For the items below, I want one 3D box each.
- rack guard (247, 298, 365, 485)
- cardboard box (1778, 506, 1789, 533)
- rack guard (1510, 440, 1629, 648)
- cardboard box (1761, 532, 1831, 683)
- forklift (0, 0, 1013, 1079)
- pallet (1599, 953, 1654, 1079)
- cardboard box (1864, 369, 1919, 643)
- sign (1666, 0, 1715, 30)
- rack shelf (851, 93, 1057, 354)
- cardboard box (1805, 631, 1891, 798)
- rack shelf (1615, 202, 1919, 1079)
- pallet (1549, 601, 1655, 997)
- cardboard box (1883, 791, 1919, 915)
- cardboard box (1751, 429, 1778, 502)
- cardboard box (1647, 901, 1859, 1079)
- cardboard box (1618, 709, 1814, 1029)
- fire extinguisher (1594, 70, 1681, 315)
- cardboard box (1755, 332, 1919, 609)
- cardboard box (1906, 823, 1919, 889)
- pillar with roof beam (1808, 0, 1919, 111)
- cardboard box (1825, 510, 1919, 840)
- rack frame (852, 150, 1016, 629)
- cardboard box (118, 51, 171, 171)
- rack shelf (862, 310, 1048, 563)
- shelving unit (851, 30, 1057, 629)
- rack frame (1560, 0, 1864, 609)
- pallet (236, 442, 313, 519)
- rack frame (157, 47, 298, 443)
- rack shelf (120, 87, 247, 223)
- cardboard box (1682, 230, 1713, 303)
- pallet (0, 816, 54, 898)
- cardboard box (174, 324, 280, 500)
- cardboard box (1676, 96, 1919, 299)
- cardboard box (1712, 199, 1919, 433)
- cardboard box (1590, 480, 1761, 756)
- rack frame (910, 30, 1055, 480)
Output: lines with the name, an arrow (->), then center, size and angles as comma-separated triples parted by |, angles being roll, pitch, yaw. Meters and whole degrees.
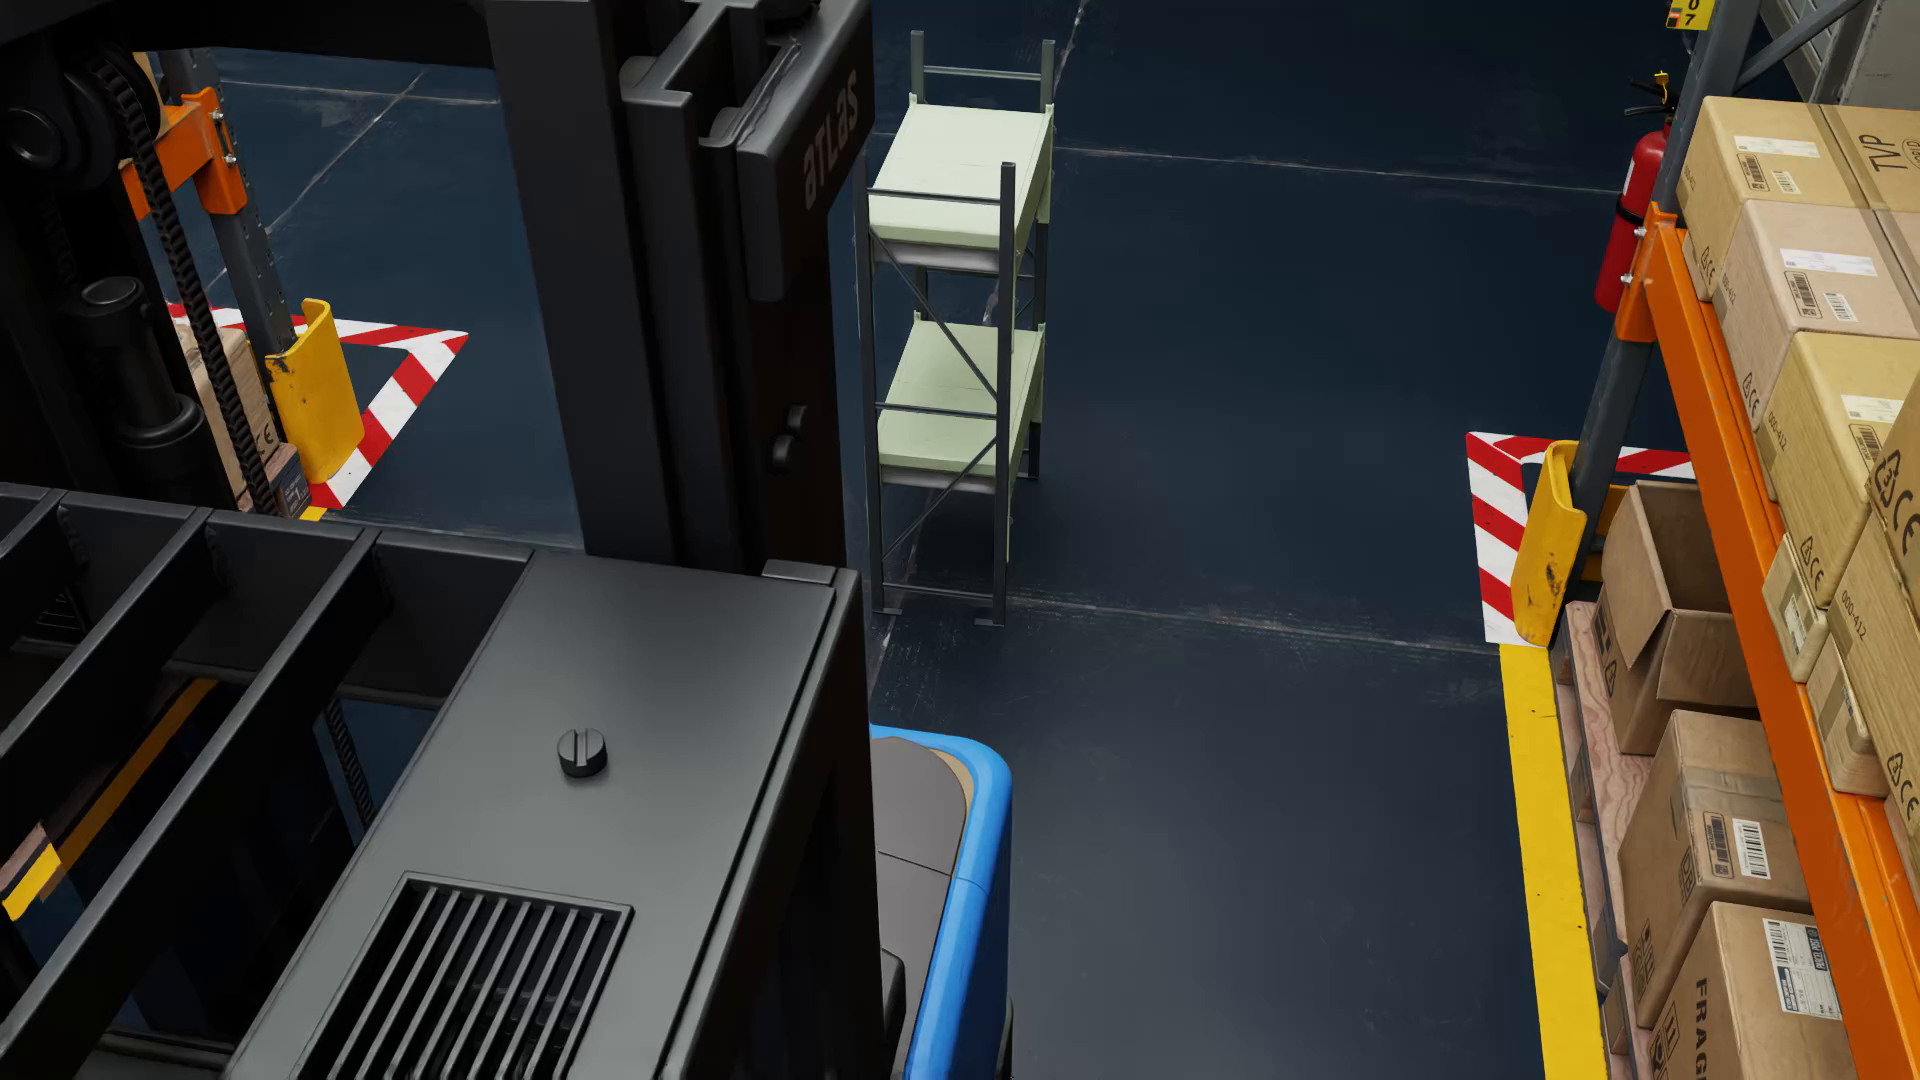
rack guard -> -2.629, -0.539, 5.509 | 1.175, 0.500, 0.348 | 6, 40, 8
cardboard box -> 1.775, -0.016, 3.113 | 0.380, 0.149, 0.250 | 7, 40, 8
rack guard -> 2.243, 0.069, 4.774 | 1.175, 0.500, 0.348 | 6, 40, 8
cardboard box -> 1.657, 0.134, 2.931 | 0.380, 0.149, 0.250 | 5, 40, 6
forklift -> -0.666, 0.942, 1.810 | 1.130, 2.935, 3.031 | 7, 40, 8
pallet -> 1.893, 1.444, 3.338 | 1.003, 0.211, 1.213 | 6, 40, 8
cardboard box -> 1.653, -0.091, 2.302 | 0.500, 0.500, 0.500 | 7, 40, 9
sign -> 1.722, -1.335, 3.832 | 0.100, 0.325, 0.005 | 6, 40, 8
rack shelf -> -0.001, -0.875, 4.518 | 0.431, 0.370, 0.720 | 6, 40, 8
cardboard box -> 1.632, 0.301, 2.729 | 0.380, 0.149, 0.250 | 7, 40, 9
rack shelf -> 1.910, 0.590, 2.746 | 1.077, 0.370, 4.000 | 6, 40, 8
pallet -> 2.106, 0.681, 4.261 | 1.003, 0.211, 1.213 | 6, 40, 8
cardboard box -> 1.655, 0.471, 2.524 | 0.380, 0.149, 0.250 | 6, 40, 8
cardboard box -> 1.815, -0.184, 3.315 | 0.380, 0.149, 0.250 | 8, 40, 9
cardboard box -> 1.681, 1.086, 3.215 | 0.500, 0.500, 0.500 | 7, 40, 8
cardboard box -> 1.871, 0.765, 3.603 | 0.700, 0.500, 0.500 | 8, 40, 9
fire extinguisher -> 1.827, -0.912, 4.352 | 0.296, 0.674, 0.183 | 6, 40, 8
cardboard box -> 1.741, -0.109, 2.912 | 0.500, 0.250, 0.500 | 6, 40, 7
cardboard box -> 1.583, 0.537, 2.130 | 0.500, 0.250, 0.500 | 6, 40, 7
pillar with roof beam -> -0.629, -5.322, 4.624 | 9.100, 9.000, 0.400 | 6, 40, 8
cardboard box -> 1.673, 0.214, 2.521 | 0.500, 0.250, 0.500 | 5, 40, 7
rack frame -> -0.064, -0.344, 4.489 | 0.400, 1.500, 0.023 | 6, 40, 8
cardboard box -> -2.456, -1.194, 4.261 | 0.500, 0.500, 0.500 | 7, 40, 8
rack shelf -> -0.001, -0.323, 4.975 | 0.431, 0.370, 0.720 | 6, 40, 8
shelving unit -> -0.001, -0.574, 4.767 | 0.431, 1.500, 0.755 | 6, 40, 8
rack frame -> 2.256, -0.942, 4.035 | 1.000, 3.000, 0.127 | 6, 40, 8
pallet -> -2.694, 0.098, 4.966 | 1.003, 0.211, 1.213 | 6, 40, 8
rack frame -> -2.633, -1.487, 4.694 | 1.000, 3.000, 0.127 | 6, 40, 8
rack shelf -> -2.979, 0.045, 3.406 | 1.077, 0.370, 4.000 | 6, 40, 8
cardboard box -> 1.929, -0.669, 3.902 | 0.380, 0.149, 0.250 | 6, 40, 7
pallet -> -2.908, 0.862, 4.042 | 1.003, 0.211, 1.213 | 6, 40, 8
cardboard box -> -2.649, -0.236, 4.863 | 0.875, 0.438, 0.875 | 5, 40, 6
cardboard box -> 1.912, -0.744, 3.680 | 0.500, 0.250, 0.500 | 7, 40, 8
cardboard box -> 1.825, -0.427, 3.297 | 0.500, 0.250, 0.500 | 7, 40, 8
cardboard box -> 2.057, 0.232, 4.245 | 0.797, 0.503, 0.637 | 5, 40, 6
rack frame -> 0.062, -0.804, 5.045 | 0.400, 1.500, 0.023 | 6, 40, 8
